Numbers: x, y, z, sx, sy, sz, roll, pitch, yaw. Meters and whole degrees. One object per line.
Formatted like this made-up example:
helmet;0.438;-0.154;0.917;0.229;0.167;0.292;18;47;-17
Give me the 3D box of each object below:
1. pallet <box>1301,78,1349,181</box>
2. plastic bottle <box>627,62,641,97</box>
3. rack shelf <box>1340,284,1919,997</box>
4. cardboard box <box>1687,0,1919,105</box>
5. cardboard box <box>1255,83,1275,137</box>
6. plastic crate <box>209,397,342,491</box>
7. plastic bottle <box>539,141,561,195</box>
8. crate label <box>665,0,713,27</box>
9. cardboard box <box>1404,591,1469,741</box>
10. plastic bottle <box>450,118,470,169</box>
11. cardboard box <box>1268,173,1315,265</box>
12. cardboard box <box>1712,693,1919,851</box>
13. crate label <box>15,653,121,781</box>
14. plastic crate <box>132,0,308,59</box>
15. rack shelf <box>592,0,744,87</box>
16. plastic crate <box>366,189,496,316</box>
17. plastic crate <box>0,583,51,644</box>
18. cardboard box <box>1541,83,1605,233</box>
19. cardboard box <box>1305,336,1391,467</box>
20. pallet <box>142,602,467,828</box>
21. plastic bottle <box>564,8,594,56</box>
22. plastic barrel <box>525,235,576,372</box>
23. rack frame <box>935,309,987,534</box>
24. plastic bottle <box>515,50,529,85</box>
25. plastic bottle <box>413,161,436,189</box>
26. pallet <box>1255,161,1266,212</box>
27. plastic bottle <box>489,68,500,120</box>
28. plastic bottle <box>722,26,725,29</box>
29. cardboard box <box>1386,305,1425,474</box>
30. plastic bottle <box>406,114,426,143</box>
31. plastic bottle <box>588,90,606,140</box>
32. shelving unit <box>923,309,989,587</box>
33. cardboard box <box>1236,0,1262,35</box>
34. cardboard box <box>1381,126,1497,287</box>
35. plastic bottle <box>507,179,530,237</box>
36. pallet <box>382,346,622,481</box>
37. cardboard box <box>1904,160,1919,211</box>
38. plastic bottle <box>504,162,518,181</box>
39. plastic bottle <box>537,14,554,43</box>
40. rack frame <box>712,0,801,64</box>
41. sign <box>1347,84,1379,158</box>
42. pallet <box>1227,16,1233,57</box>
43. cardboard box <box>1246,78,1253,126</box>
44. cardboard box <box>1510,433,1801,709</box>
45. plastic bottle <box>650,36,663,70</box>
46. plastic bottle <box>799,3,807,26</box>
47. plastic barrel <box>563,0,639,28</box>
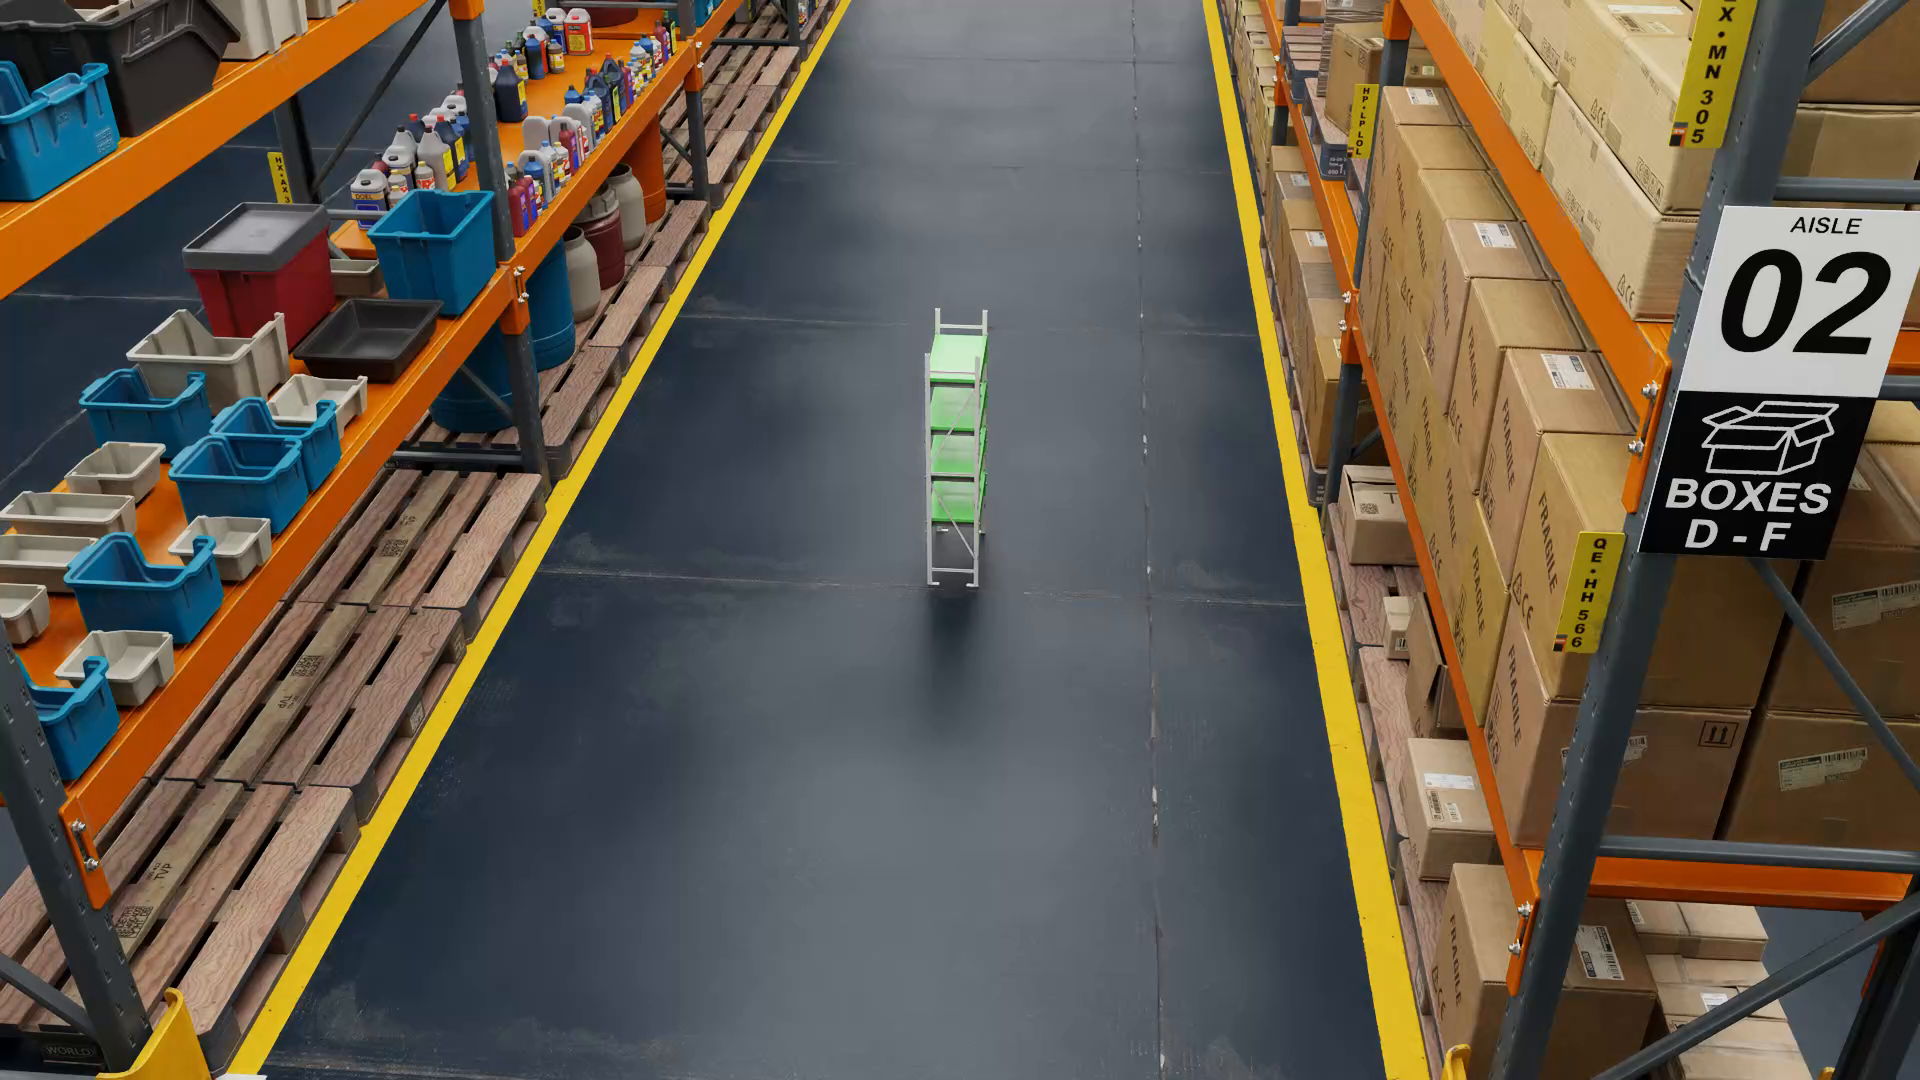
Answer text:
pallet;2.480;-2.300;9.307;1.003;0.211;1.213;2;32;4
plastic bottle;-2.005;-2.813;10.144;0.097;0.201;0.097;0;32;0
rack shelf;2.145;0.045;6.004;1.077;0.370;4.000;2;32;4
cardboard box;2.008;-1.230;3.480;0.700;0.500;0.500;2;32;4
cardboard box;2.467;-3.203;12.274;0.500;0.311;0.500;2;32;3
plastic crate;-2.475;-0.344;6.052;0.416;0.233;0.300;2;32;4
plastic bottle;-2.145;-1.943;8.666;0.097;0.271;0.097;0;32;0
crate label;-1.895;-3.746;11.628;0.303;0.233;0.416;2;32;4
cardboard box;2.160;0.551;6.458;0.797;0.503;0.637;2;32;4
plastic bottle;-2.722;-2.145;8.995;0.097;0.271;0.097;0;32;0
cardboard box;2.275;-2.022;10.636;0.500;0.500;0.500;1;32;2
cardboard box;2.281;0.521;4.451;0.500;0.500;0.500;3;32;5
crate label;-2.606;0.501;4.680;0.416;0.233;0.303;2;32;4
plastic crate;-2.466;-1.802;5.568;0.437;0.282;0.530;2;32;4
rack shelf;-2.140;-4.352;13.139;1.077;0.370;4.000;2;32;4
plastic crate;-2.327;-1.281;7.428;0.392;0.384;0.575;2;32;4
plastic crate;-3.068;0.223;5.223;0.396;0.136;0.243;2;32;4
cardboard box;1.813;-0.970;4.249;0.500;0.250;0.500;2;32;4
cardboard box;2.062;-0.701;8.492;0.500;0.500;0.500;2;32;4
pallet;-2.747;0.692;6.926;1.003;0.211;1.213;2;32;4
plastic bottle;-2.509;-3.341;10.930;0.152;0.276;0.135;2;32;4
plastic barrel;-2.510;-1.461;9.361;0.600;0.901;0.708;2;32;4
rack frame;0.006;-0.552;8.002;0.240;1.200;0.015;2;32;4
plastic bottle;-2.746;-2.944;10.358;0.097;0.201;0.097;0;32;0
plastic bottle;-2.763;-1.852;8.585;0.097;0.201;0.097;0;32;0
pallet;2.739;-2.641;12.334;1.003;0.211;1.213;2;32;4
plastic bottle;-2.773;-2.622;9.764;0.152;0.276;0.135;2;32;4
plastic bottle;-2.258;-4.903;15.595;0.097;0.201;0.097;0;32;0
cardboard box;1.913;-0.566;6.214;0.500;0.500;0.500;2;32;4
plastic bottle;-2.865;-2.091;8.831;0.144;0.351;0.185;2;32;4
plastic bottle;-2.072;-2.408;9.421;0.097;0.271;0.097;0;32;0
shelving unit;-0.013;-0.424;7.795;0.258;1.200;0.503;2;32;4
cardboard box;2.677;-4.532;14.431;0.500;0.311;0.500;3;32;4
cardboard box;1.948;-1.272;6.406;0.500;0.500;0.500;2;32;2
plastic bottle;-2.174;-1.645;8.171;0.061;0.283;0.133;2;32;4
pallet;-2.524;-0.736;9.243;1.003;0.211;1.213;2;32;4
cardboard box;2.284;-0.899;3.658;0.500;0.250;0.500;2;32;4
plastic bottle;-2.307;-1.849;8.581;0.097;0.201;0.097;0;32;0
plastic bottle;-2.697;-3.286;10.846;0.097;0.271;0.097;0;32;0
rack frame;-1.977;-5.704;14.647;1.000;3.000;0.127;2;32;4
sign;1.754;-1.822;7.244;0.100;0.325;0.005;2;32;4
pallet;3.066;-4.718;15.704;1.003;0.211;1.213;2;32;4
cardboard box;2.555;-3.494;13.282;0.500;0.250;0.500;3;32;5
cardboard box;1.744;0.071;4.227;0.500;0.500;0.500;2;32;4
plastic bottle;-1.957;-3.118;10.640;0.097;0.201;0.097;0;32;0
plastic bottle;-1.498;-4.955;15.678;0.097;0.201;0.097;0;32;0
plastic barrel;-2.567;-3.926;11.632;0.600;0.536;0.708;2;32;4
